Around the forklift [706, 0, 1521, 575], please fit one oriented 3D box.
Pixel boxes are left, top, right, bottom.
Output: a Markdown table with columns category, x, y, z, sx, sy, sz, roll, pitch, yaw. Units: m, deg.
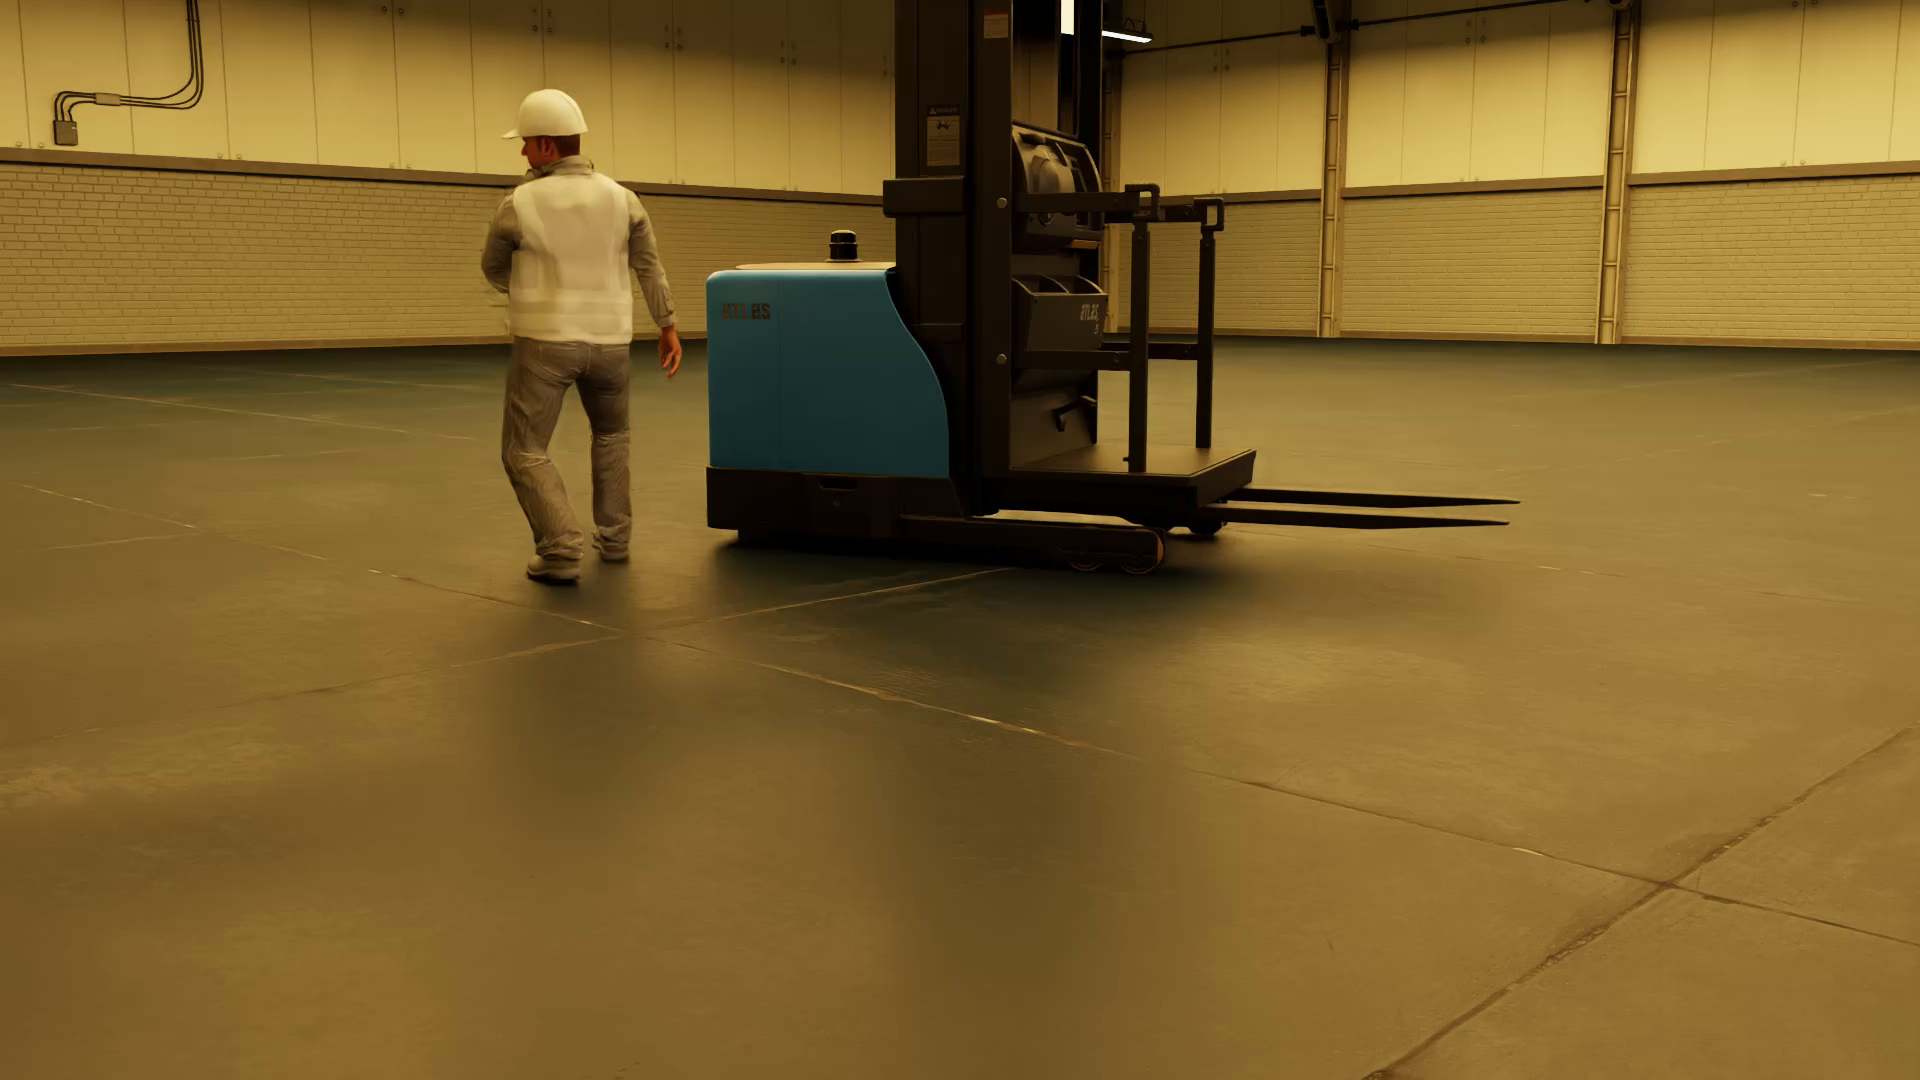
| category | x | y | z | sx | sy | sz | roll | pitch | yaw |
| --- | --- | --- | --- | --- | --- | --- | --- | --- | --- |
| forklift | 0.565 | -1.416 | 6.275 | 3.031 | 2.935 | 1.130 | 3 | 9 | 22 |

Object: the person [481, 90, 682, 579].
| category | x | y | z | sx | sy | sz | roll | pitch | yaw |
| --- | --- | --- | --- | --- | --- | --- | --- | --- | --- |
| person | -1.361 | -0.739 | 6.016 | 0.703 | 1.686 | 0.788 | -7 | 11 | -37 |
